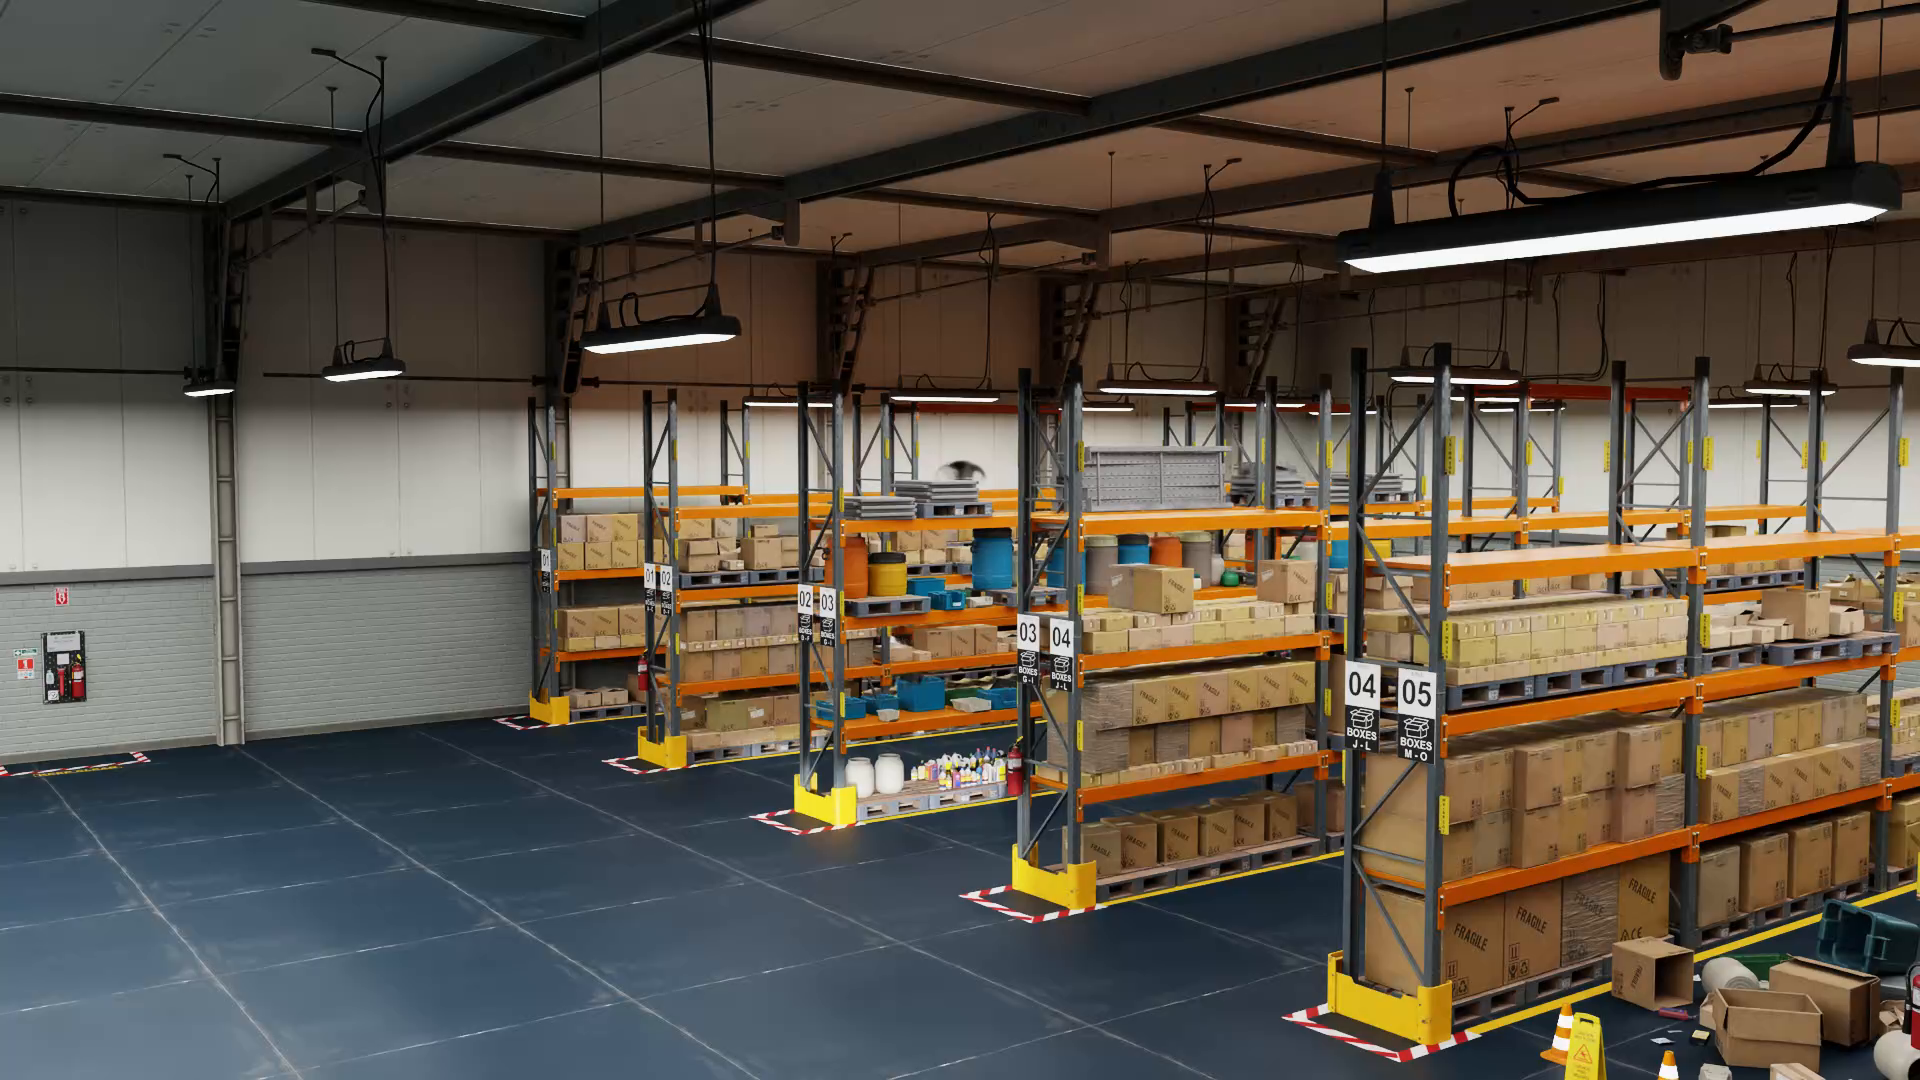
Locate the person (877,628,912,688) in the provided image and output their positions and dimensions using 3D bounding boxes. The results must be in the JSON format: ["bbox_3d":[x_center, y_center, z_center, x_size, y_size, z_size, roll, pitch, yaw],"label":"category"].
[{"bbox_3d":[-1.162,2.448,31.932,1.149,1.570,0.672,-1,4,-19],"label":"person"}]
